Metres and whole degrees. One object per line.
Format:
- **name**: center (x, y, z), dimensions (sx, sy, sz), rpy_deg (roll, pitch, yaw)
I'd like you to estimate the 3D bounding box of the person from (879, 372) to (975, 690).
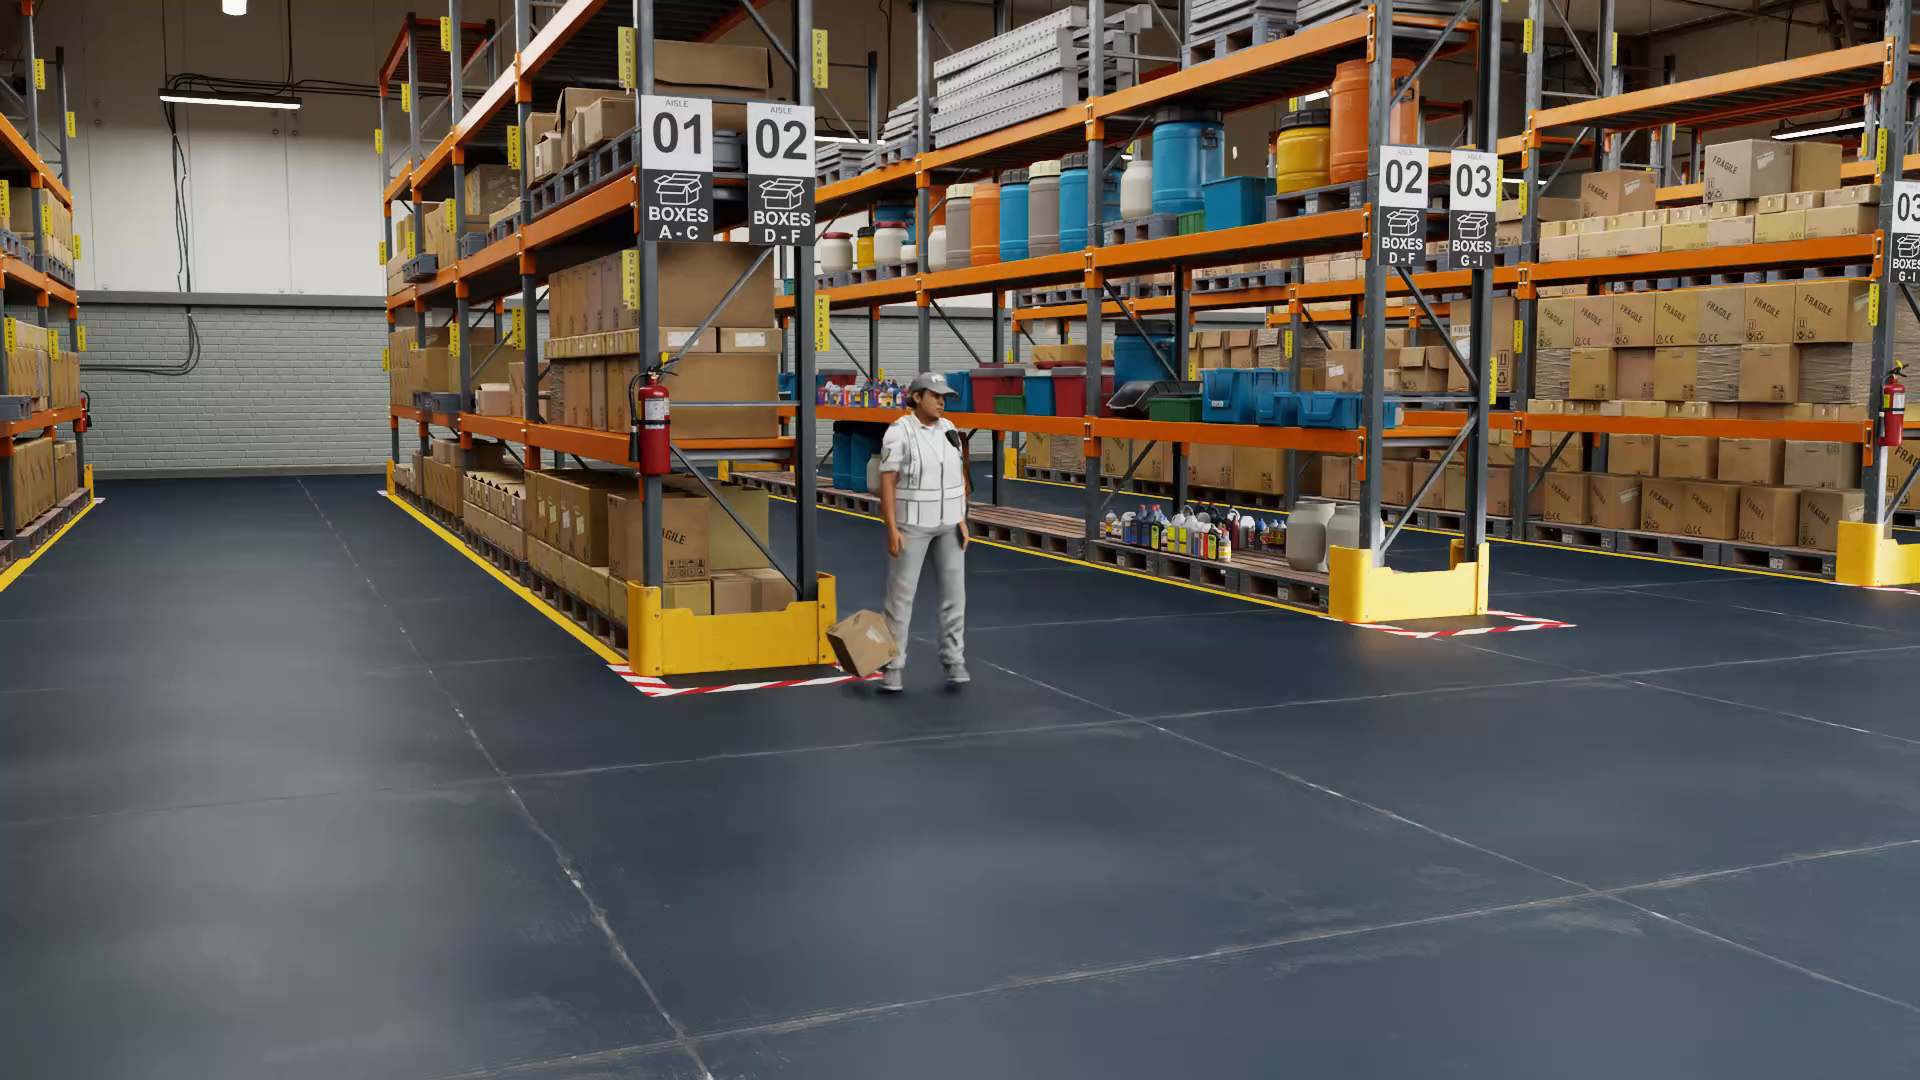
- **person**: center (-0.189, -0.053, 8.848), dimensions (0.556, 1.675, 0.492), rpy_deg (-3, 6, -29)
